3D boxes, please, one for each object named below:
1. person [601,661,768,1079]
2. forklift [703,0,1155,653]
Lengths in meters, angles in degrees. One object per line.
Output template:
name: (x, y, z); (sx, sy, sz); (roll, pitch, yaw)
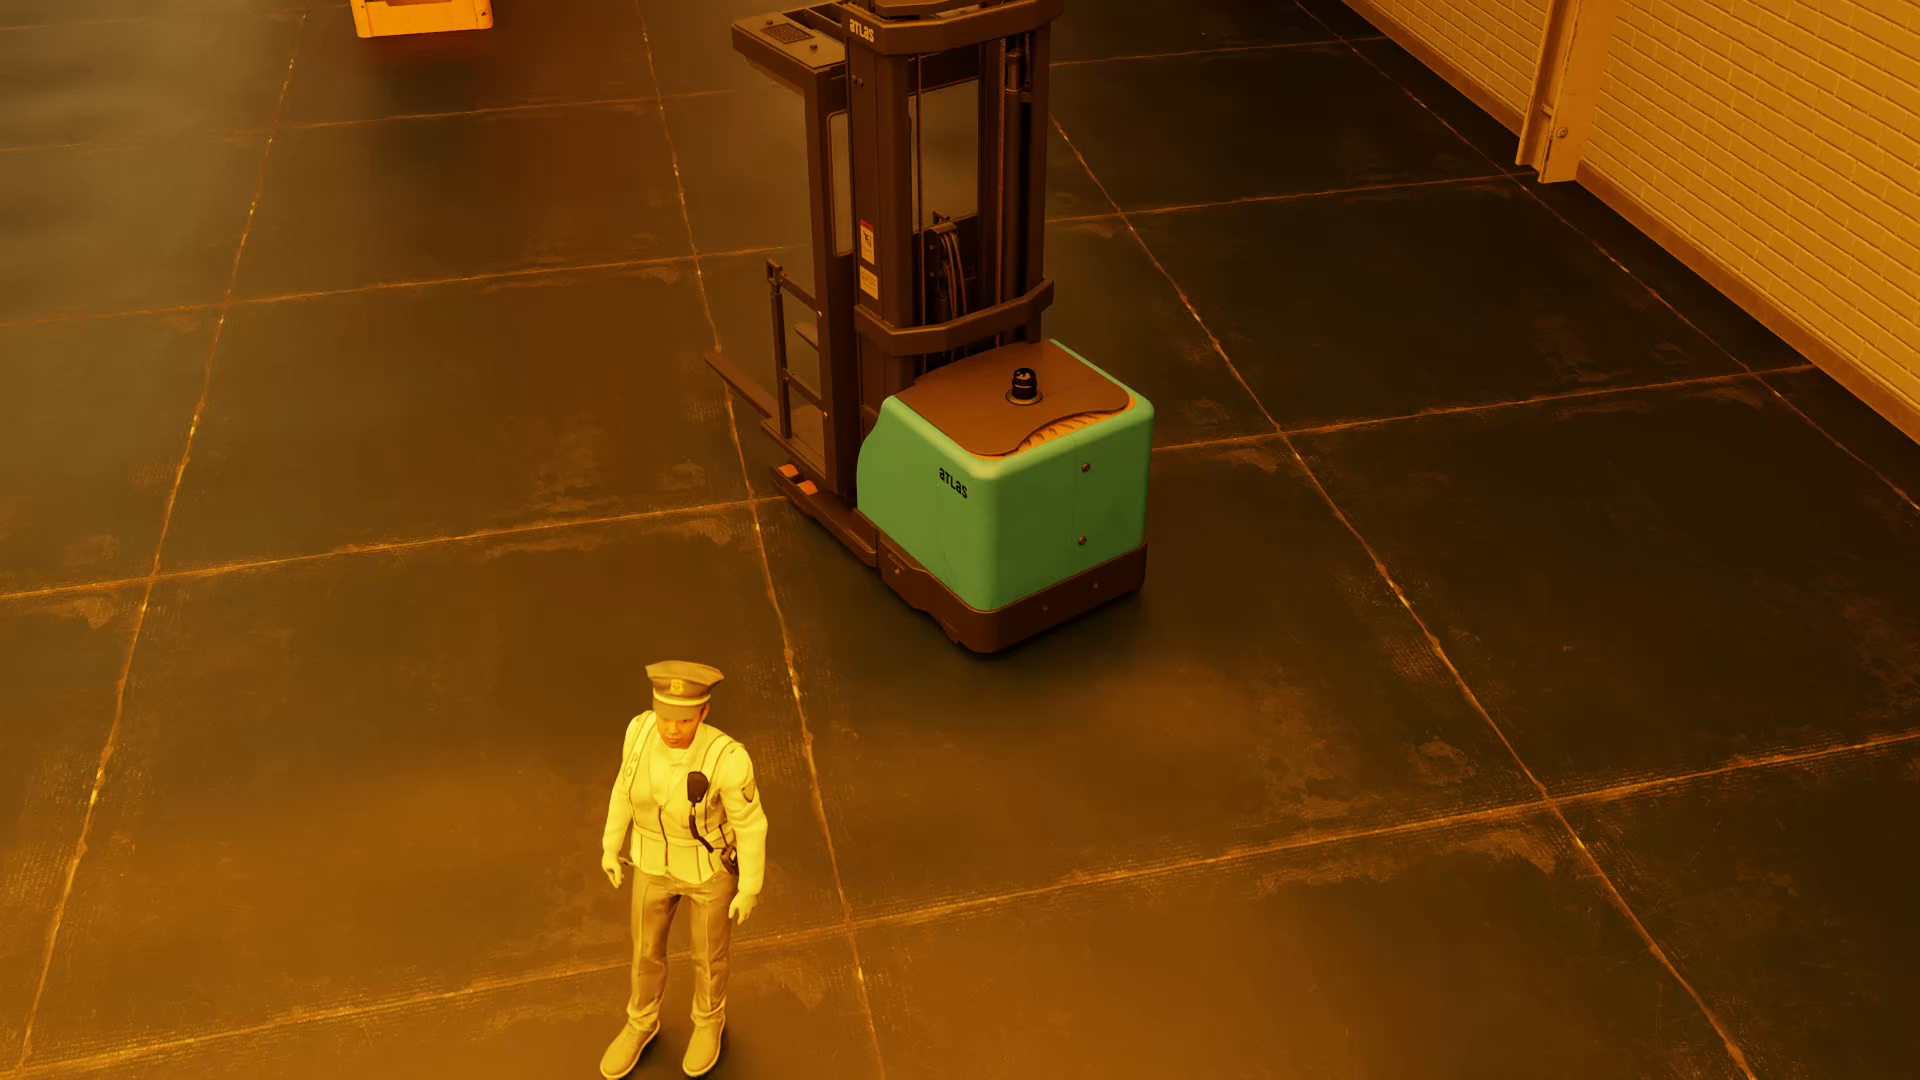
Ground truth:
person: (-0.940, 1.126, 5.534); (0.581, 1.697, 0.529); (11, 37, 15)
forklift: (-0.350, -1.480, 8.107); (1.130, 2.935, 3.031); (-22, 41, -28)
